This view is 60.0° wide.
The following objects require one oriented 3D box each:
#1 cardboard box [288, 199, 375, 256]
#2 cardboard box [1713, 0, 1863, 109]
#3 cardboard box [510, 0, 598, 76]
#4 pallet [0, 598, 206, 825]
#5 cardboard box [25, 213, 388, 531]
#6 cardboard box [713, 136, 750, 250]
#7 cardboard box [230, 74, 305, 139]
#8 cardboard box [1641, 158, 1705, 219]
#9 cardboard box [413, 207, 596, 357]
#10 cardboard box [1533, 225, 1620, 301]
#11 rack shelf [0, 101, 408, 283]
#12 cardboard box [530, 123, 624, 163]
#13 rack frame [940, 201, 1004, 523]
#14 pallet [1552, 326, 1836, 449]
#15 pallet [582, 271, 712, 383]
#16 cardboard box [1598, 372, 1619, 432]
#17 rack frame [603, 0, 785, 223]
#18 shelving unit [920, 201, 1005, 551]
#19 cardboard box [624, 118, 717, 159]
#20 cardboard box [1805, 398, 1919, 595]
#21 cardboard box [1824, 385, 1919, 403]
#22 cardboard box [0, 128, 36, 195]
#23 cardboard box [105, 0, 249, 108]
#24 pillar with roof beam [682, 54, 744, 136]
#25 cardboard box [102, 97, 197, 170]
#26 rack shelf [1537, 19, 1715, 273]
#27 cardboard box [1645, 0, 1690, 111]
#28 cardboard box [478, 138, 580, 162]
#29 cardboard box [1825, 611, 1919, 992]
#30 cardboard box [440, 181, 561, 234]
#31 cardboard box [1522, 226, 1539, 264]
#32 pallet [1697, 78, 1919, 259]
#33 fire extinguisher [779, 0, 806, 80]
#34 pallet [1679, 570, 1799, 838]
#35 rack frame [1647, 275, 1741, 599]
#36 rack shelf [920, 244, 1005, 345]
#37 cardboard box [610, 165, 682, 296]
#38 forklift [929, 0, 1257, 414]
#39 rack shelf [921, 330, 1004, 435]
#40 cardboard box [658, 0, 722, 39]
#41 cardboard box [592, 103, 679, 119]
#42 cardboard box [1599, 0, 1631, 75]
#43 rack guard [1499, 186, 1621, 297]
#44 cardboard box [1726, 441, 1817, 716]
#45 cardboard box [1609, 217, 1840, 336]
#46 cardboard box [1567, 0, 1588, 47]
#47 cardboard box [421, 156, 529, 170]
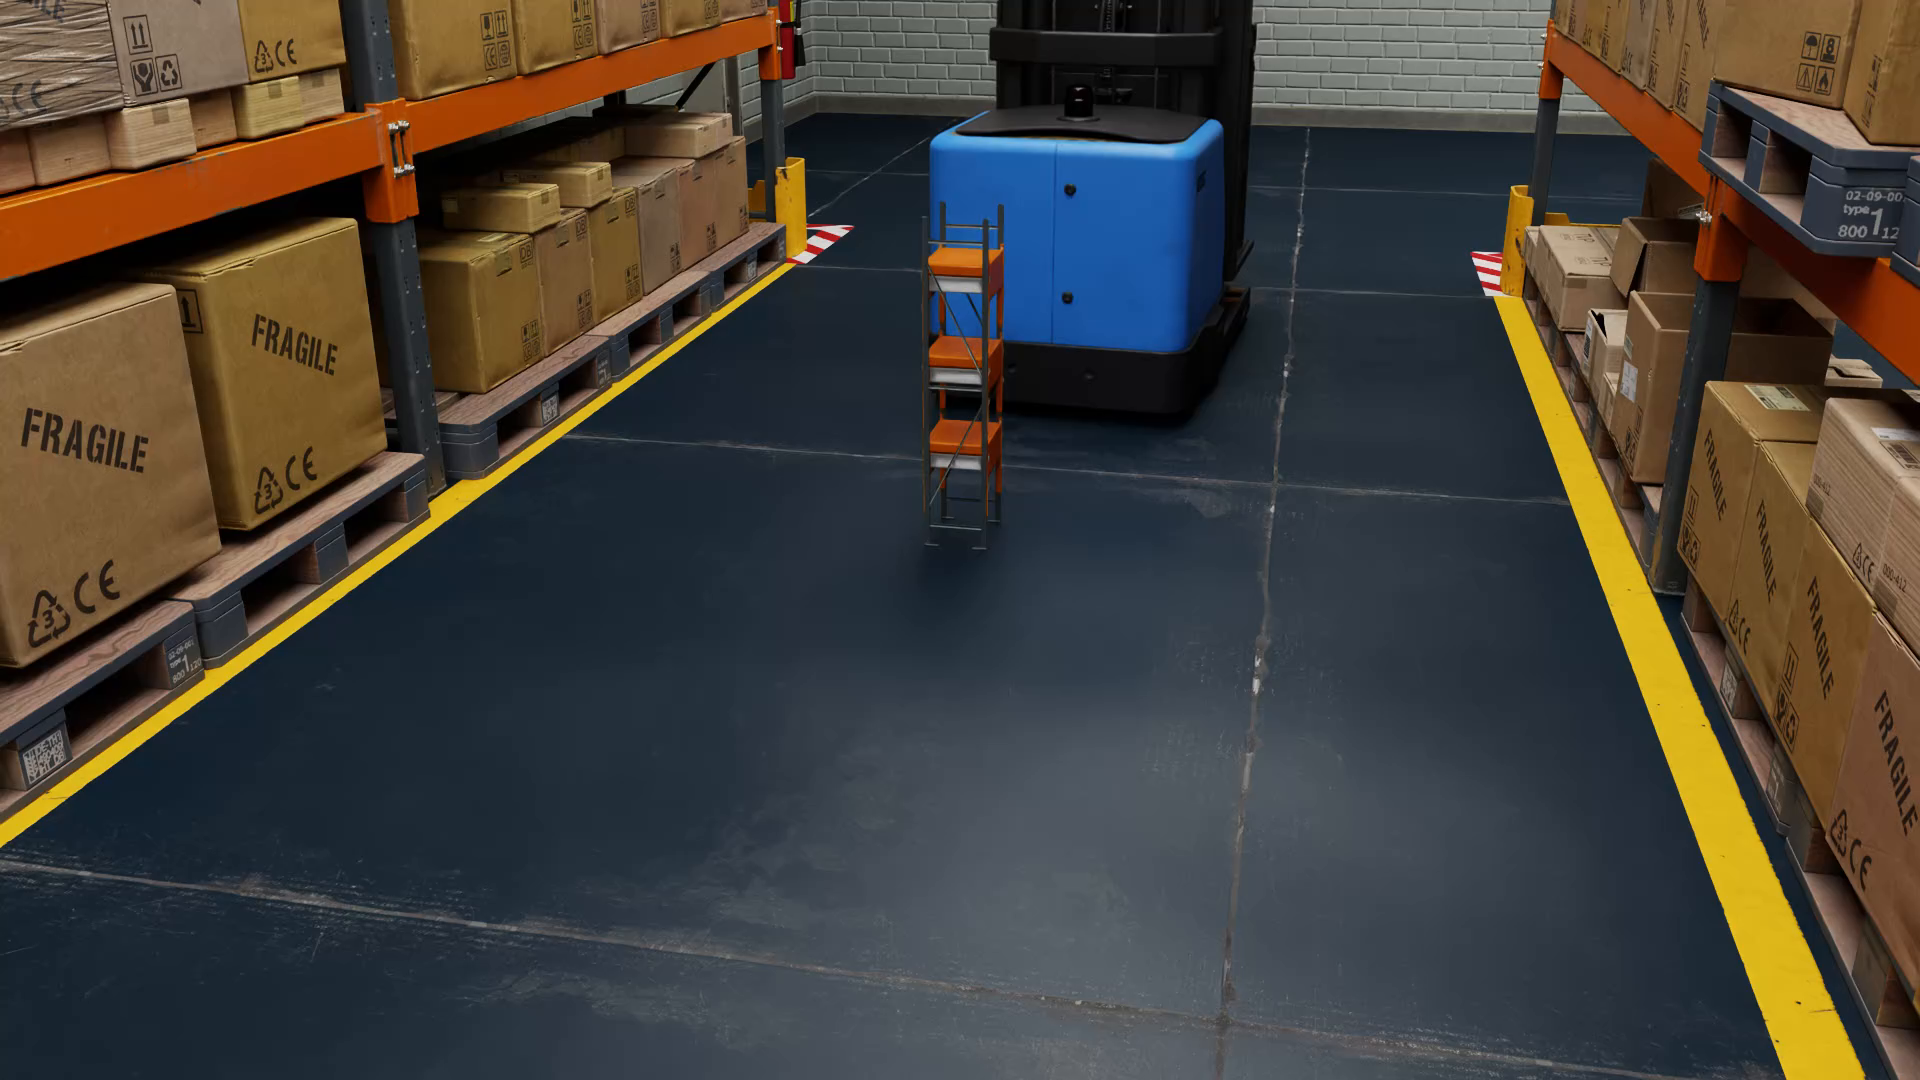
[{"bbox_3d":[-2.259,-1.148,6.105,0.380,0.149,0.250,4,22,11],"label":"cardboard box"},{"bbox_3d":[2.247,-1.293,3.853,0.700,0.500,0.500,-3,22,-7],"label":"cardboard box"},{"bbox_3d":[-2.007,-2.187,6.368,0.980,0.700,0.700,4,22,10],"label":"cardboard box"},{"bbox_3d":[-2.618,0.445,3.967,1.003,0.211,1.213,4,22,11],"label":"pallet"},{"bbox_3d":[-2.293,-0.534,4.981,0.750,0.750,0.750,5,22,12],"label":"cardboard box"},{"bbox_3d":[-1.517,-1.819,8.639,0.700,0.500,0.500,4,22,11],"label":"cardboard box"},{"bbox_3d":[-2.108,-1.238,4.721,0.380,0.149,0.250,5,22,12],"label":"cardboard box"},{"bbox_3d":[3.509,-1.498,7.815,0.500,0.500,0.500,4,22,11],"label":"cardboard box"},{"bbox_3d":[-1.929,-1.069,6.776,0.700,0.500,0.500,4,22,10],"label":"cardboard box"},{"bbox_3d":[2.888,-1.240,7.508,0.500,0.250,0.500,4,22,11],"label":"cardboard box"},{"bbox_3d":[-2.696,-0.519,3.591,1.077,0.370,4.000,4,22,11],"label":"rack shelf"},{"bbox_3d":[-1.841,-1.904,7.982,0.380,0.149,0.250,5,22,11],"label":"cardboard box"},{"bbox_3d":[0.036,-0.551,5.317,0.200,1.050,0.008,4,22,11],"label":"rack frame"},{"bbox_3d":[2.950,-0.613,6.594,1.003,0.211,1.213,4,22,11],"label":"pallet"},{"bbox_3d":[-1.809,-1.011,7.580,1.003,0.211,1.213,4,22,11],"label":"pallet"},{"bbox_3d":[2.419,-0.462,5.712,0.380,0.149,0.250,4,22,11],"label":"cardboard box"},{"bbox_3d":[-1.472,-3.047,8.905,1.000,3.000,0.127,4,22,11],"label":"rack frame"},{"bbox_3d":[0.011,-0.507,5.206,0.215,1.050,0.252,4,22,11],"label":"shelving unit"},{"bbox_3d":[-1.416,-1.965,8.134,0.380,0.149,0.250,5,22,12],"label":"cardboard box"},{"bbox_3d":[2.021,-0.077,3.282,0.500,0.250,0.500,5,22,11],"label":"cardboard box"},{"bbox_3d":[2.860,-0.302,5.099,0.500,0.311,0.500,4,22,11],"label":"cardboard box"},{"bbox_3d":[-2.382,-0.871,3.810,0.380,0.149,0.250,4,22,9],"label":"cardboard box"},{"bbox_3d":[-2.230,-1.403,4.262,0.500,0.500,0.500,5,22,11],"label":"cardboard box"},{"bbox_3d":[2.447,-6.555,9.585,9.100,9.000,0.400,4,22,11],"label":"pillar with roof beam"},{"bbox_3d":[-2.201,-1.045,4.244,0.380,0.149,0.250,4,22,11],"label":"cardboard box"},{"bbox_3d":[2.970,-1.606,6.289,1.077,0.370,4.000,4,22,11],"label":"rack shelf"},{"bbox_3d":[2.517,-1.646,5.290,0.500,0.500,0.500,5,22,12],"label":"cardboard box"},{"bbox_3d":[-1.944,-1.717,7.517,0.380,0.149,0.250,5,22,11],"label":"cardboard box"},{"bbox_3d":[1.914,0.469,2.932,0.500,0.500,0.500,4,22,9],"label":"cardboard box"},{"bbox_3d":[-1.786,-1.298,6.476,0.380,0.149,0.250,5,23,13],"label":"cardboard box"},{"bbox_3d":[2.957,-1.426,8.106,0.380,0.149,0.250,4,22,11],"label":"cardboard box"},{"bbox_3d":[2.292,-0.835,3.669,1.003,0.211,1.213,4,22,11],"label":"pallet"},{"bbox_3d":[-0.989,-2.858,9.039,0.296,0.674,0.183,4,22,11],"label":"fire extinguisher"},{"bbox_3d":[2.433,0.386,4.113,1.003,0.211,1.213,4,22,11],"label":"pallet"},{"bbox_3d":[2.562,-1.208,4.338,1.000,3.000,0.127,4,22,11],"label":"rack frame"},{"bbox_3d":[0.011,-0.760,5.104,0.215,0.259,0.240,4,22,11],"label":"rack shelf"},{"bbox_3d":[-1.721,-1.452,7.728,0.700,0.500,0.500,4,22,9],"label":"cardboard box"},{"bbox_3d":[0.763,-2.363,7.297,1.130,2.935,3.031,6,23,15],"label":"forklift"},{"bbox_3d":[0.011,-0.497,5.210,0.215,0.259,0.240,4,22,11],"label":"rack shelf"},{"bbox_3d":[-1.704,-2.732,7.721,0.980,0.700,0.700,4,22,10],"label":"cardboard box"},{"bbox_3d":[-1.687,-2.181,8.669,0.380,0.149,0.250,5,22,11],"label":"cardboard box"},{"bbox_3d":[2.721,-2.020,6.221,0.500,0.500,0.500,5,22,12],"label":"cardboard box"},{"bbox_3d":[3.363,-1.484,8.369,1.175,0.500,0.348,4,22,11],"label":"rack guard"},{"bbox_3d":[2.127,0.102,3.843,0.500,0.500,0.500,5,22,12],"label":"cardboard box"},{"bbox_3d":[2.941,-0.942,6.429,0.797,0.503,0.637,4,22,11],"label":"cardboard box"},{"bbox_3d":[2.930,-2.386,7.129,0.500,0.500,0.500,4,22,10],"label":"cardboard box"},{"bbox_3d":[-2.048,-1.530,7.053,0.380,0.149,0.250,5,22,11],"label":"cardboard box"}]
